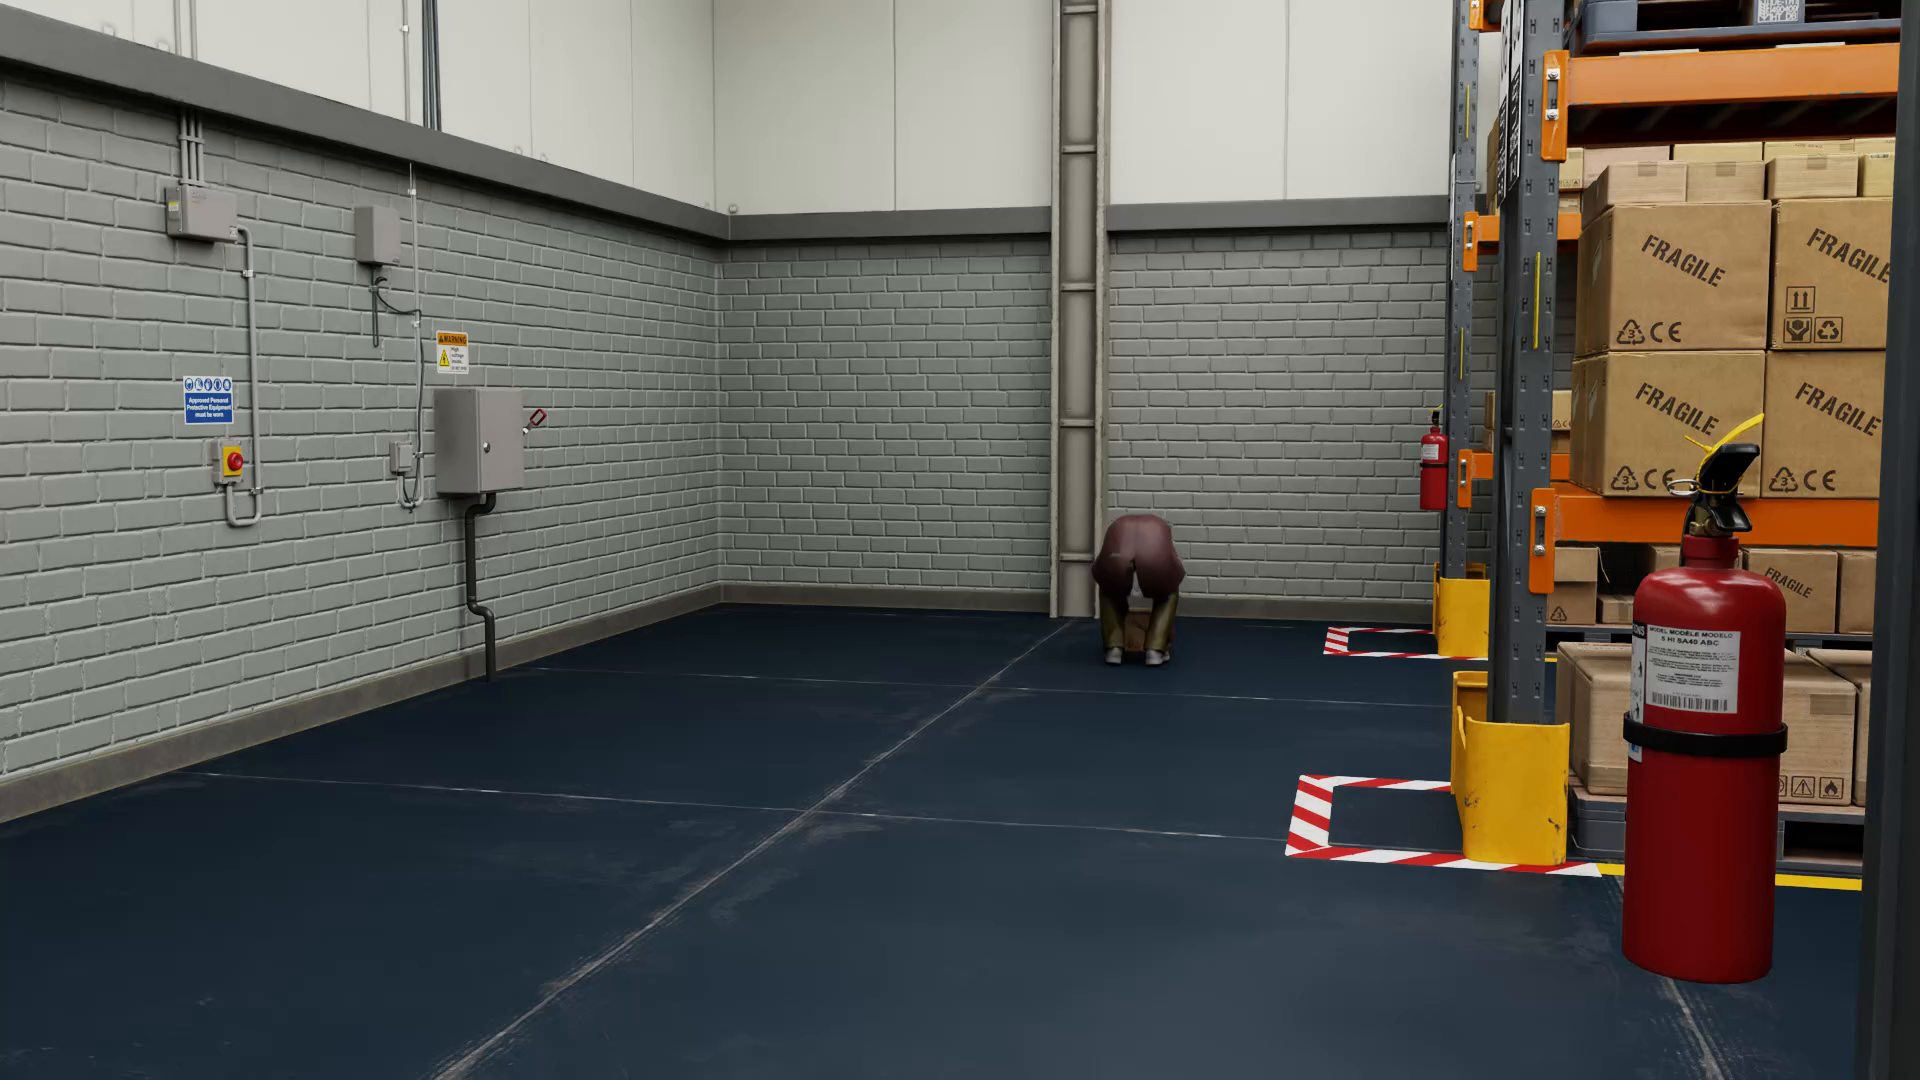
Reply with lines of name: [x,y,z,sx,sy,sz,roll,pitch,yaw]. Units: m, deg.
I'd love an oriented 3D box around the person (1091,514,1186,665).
person: [1.140,0.290,10.562,0.595,0.943,0.947,1,5,11]
